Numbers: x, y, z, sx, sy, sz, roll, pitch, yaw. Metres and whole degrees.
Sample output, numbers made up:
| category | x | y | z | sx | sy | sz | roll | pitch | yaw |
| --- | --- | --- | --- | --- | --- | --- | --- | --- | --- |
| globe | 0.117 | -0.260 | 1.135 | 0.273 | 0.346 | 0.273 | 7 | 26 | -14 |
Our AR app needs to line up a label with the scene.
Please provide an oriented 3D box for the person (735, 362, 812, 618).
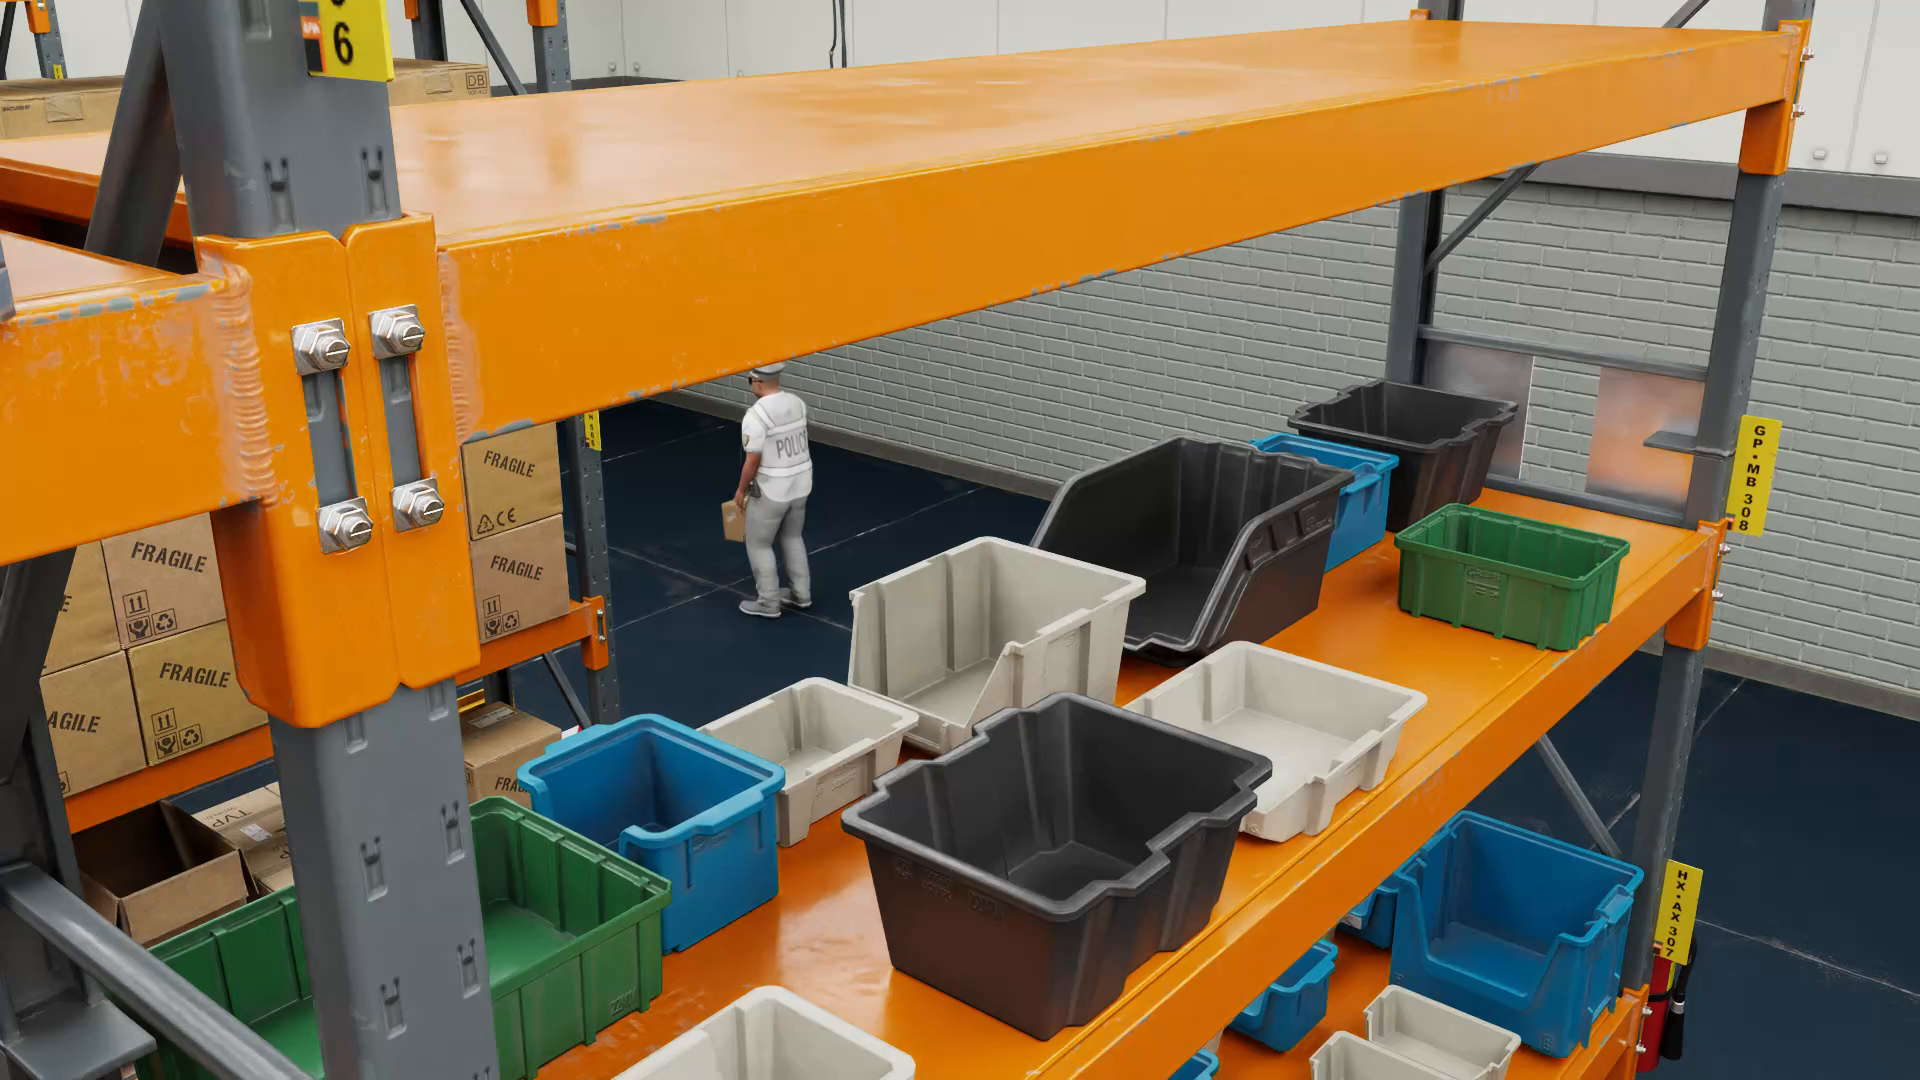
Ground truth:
| category | x | y | z | sx | sy | sz | roll | pitch | yaw |
| --- | --- | --- | --- | --- | --- | --- | --- | --- | --- |
| person | -1.230 | -0.343 | 10.987 | 0.472 | 1.759 | 0.554 | 15 | 25 | 35 |
